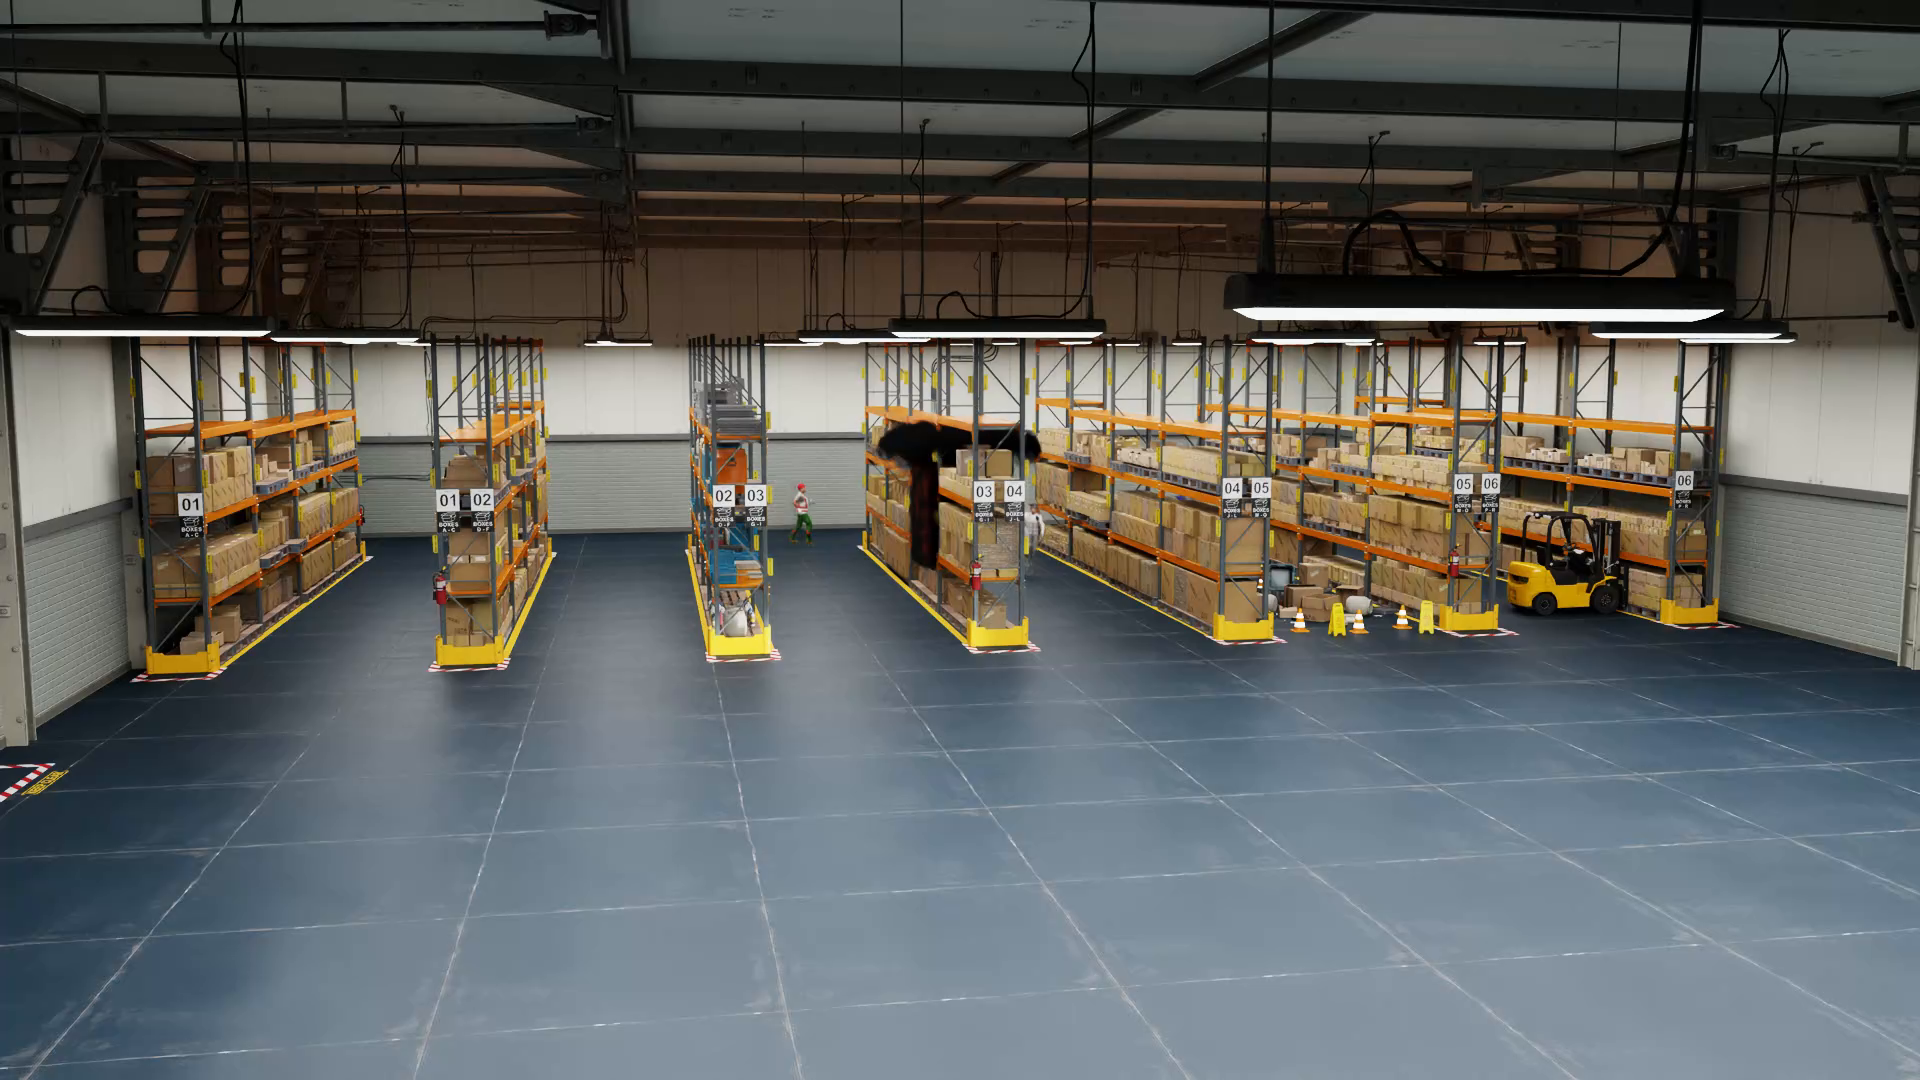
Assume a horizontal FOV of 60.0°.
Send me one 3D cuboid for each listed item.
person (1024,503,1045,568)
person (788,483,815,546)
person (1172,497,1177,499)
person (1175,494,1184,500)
[{"bbox_3d":[1.834,-0.113,41.699,0.589,1.652,0.757,-1,7,-7],"label":"person"},{"bbox_3d":[-4.617,-0.732,48.540,0.806,1.845,0.638,-2,7,-14],"label":"person"},{"bbox_3d":[5.676,-0.286,43.410,0.598,1.671,0.696,-2,7,-20],"label":"person"},{"bbox_3d":[6.791,-0.866,50.729,0.746,1.671,0.612,0,7,-1],"label":"person"}]
